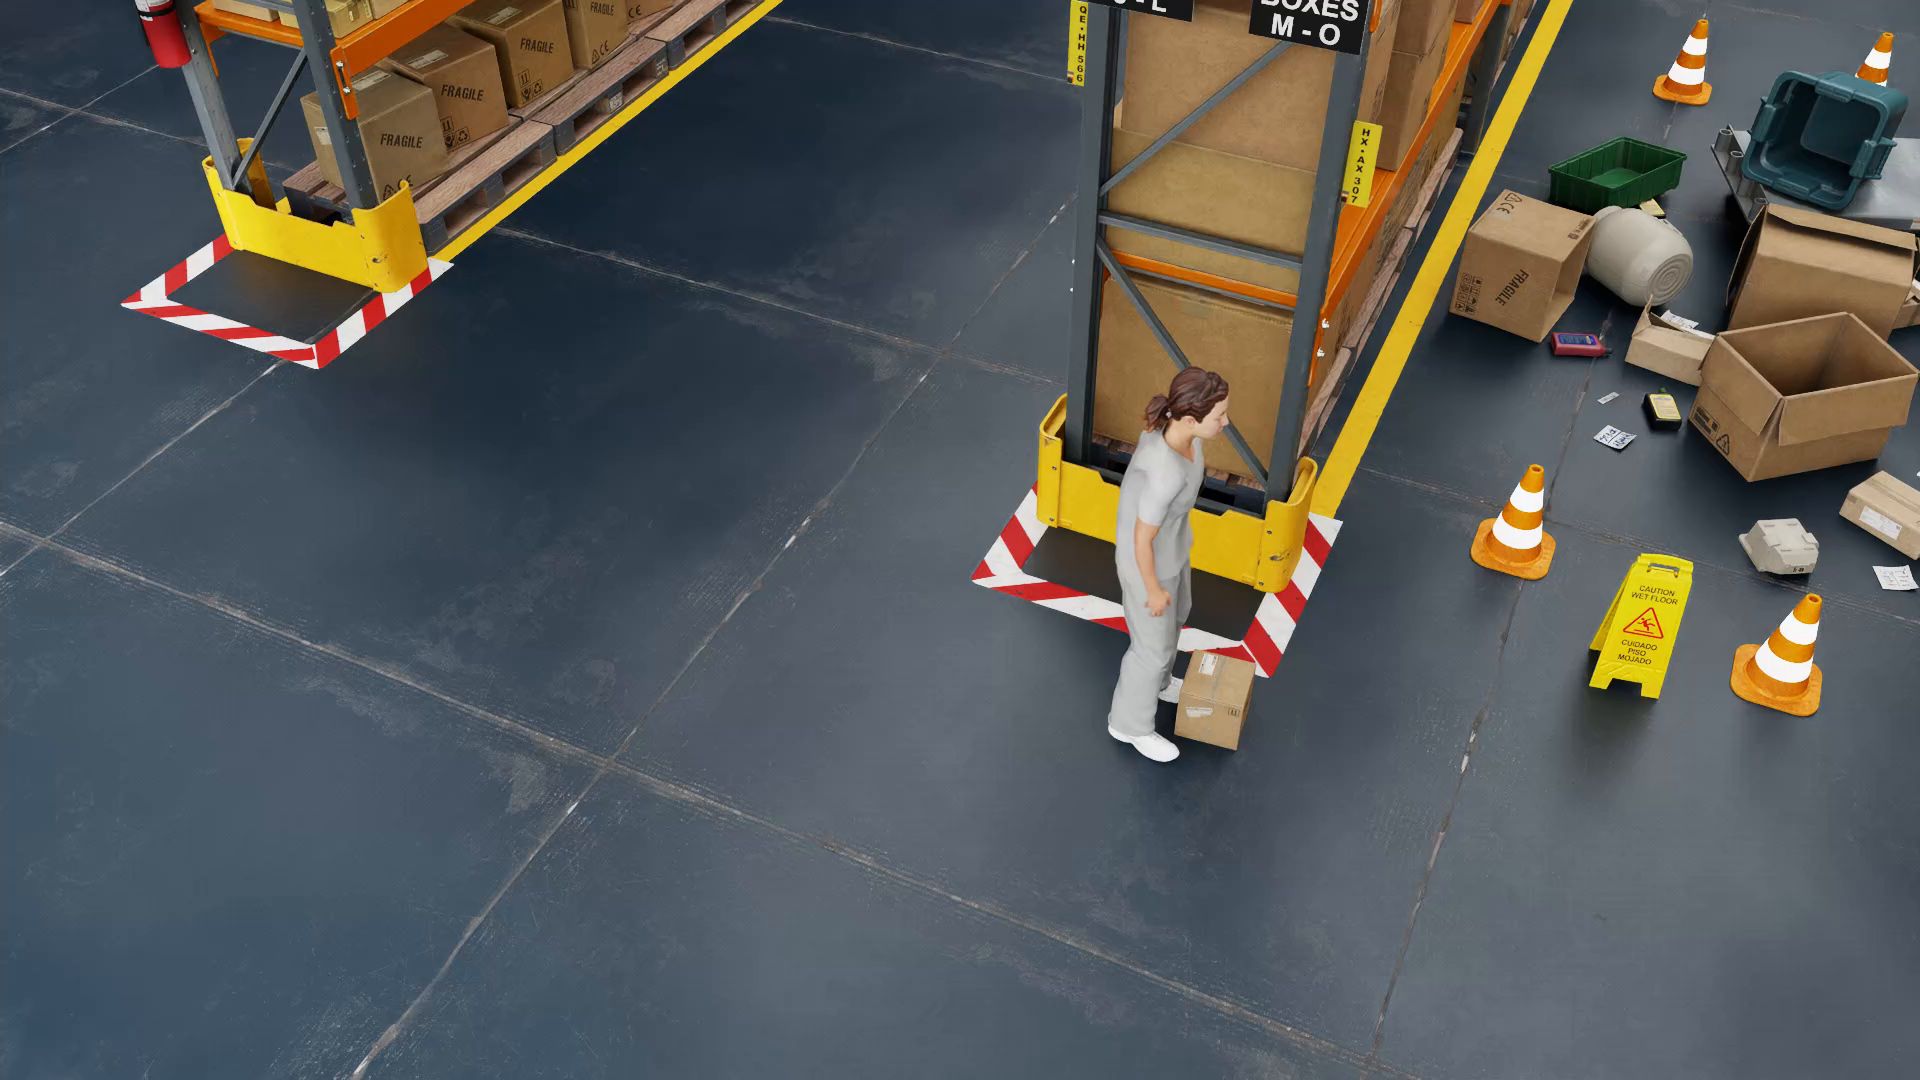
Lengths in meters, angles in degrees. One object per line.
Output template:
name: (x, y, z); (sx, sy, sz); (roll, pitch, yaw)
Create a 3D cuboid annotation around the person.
person: (0.747, 0.065, 6.089); (0.359, 1.672, 0.489); (13, 44, 14)
